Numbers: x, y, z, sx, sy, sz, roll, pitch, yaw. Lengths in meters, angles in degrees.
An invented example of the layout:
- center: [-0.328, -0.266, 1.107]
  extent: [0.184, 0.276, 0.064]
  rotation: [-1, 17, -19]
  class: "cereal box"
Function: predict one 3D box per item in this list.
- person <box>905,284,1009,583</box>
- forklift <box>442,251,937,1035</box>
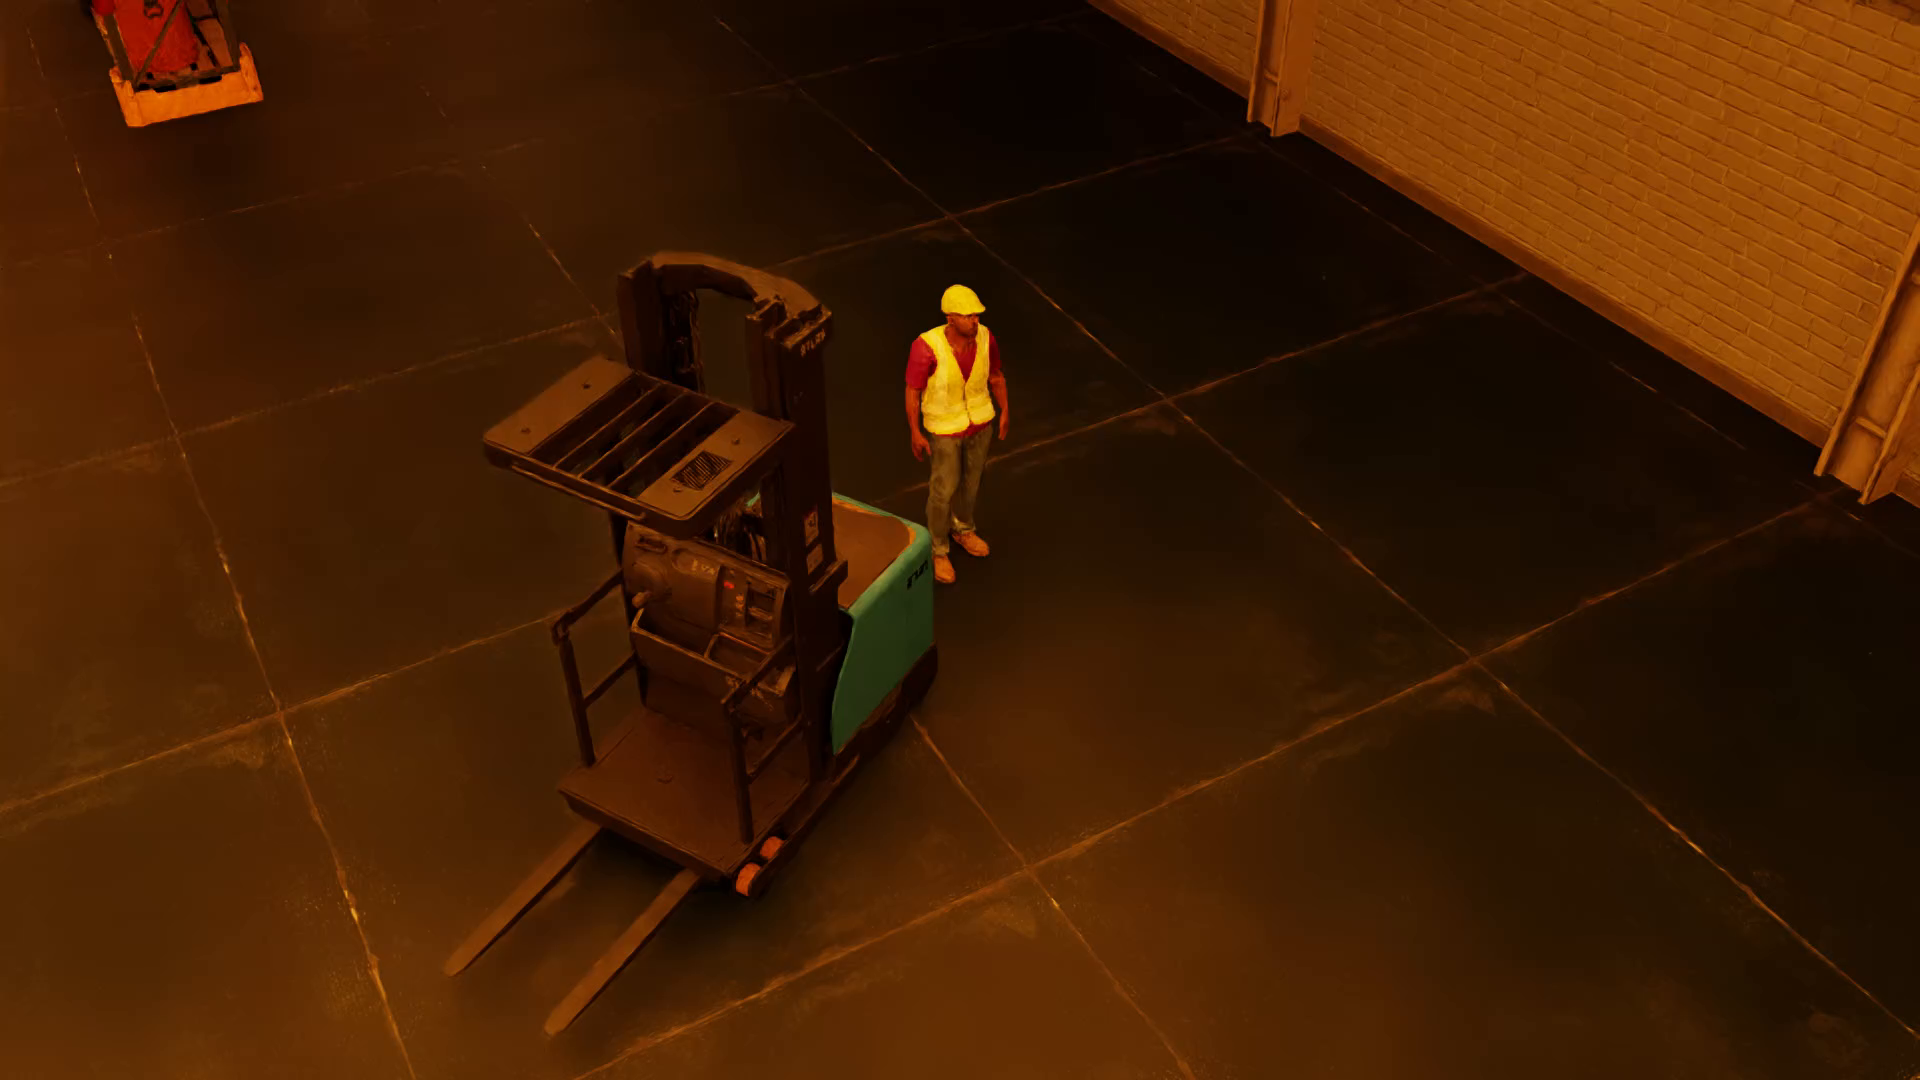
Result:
- center: [0.030, -0.645, 9.715]
  extent: [0.665, 1.765, 0.576]
  rotation: [-20, 44, -23]
  class: "person"
- center: [-1.314, 0.291, 7.685]
  extent: [1.130, 2.935, 3.031]
  rotation: [21, 44, 23]
  class: "forklift"
